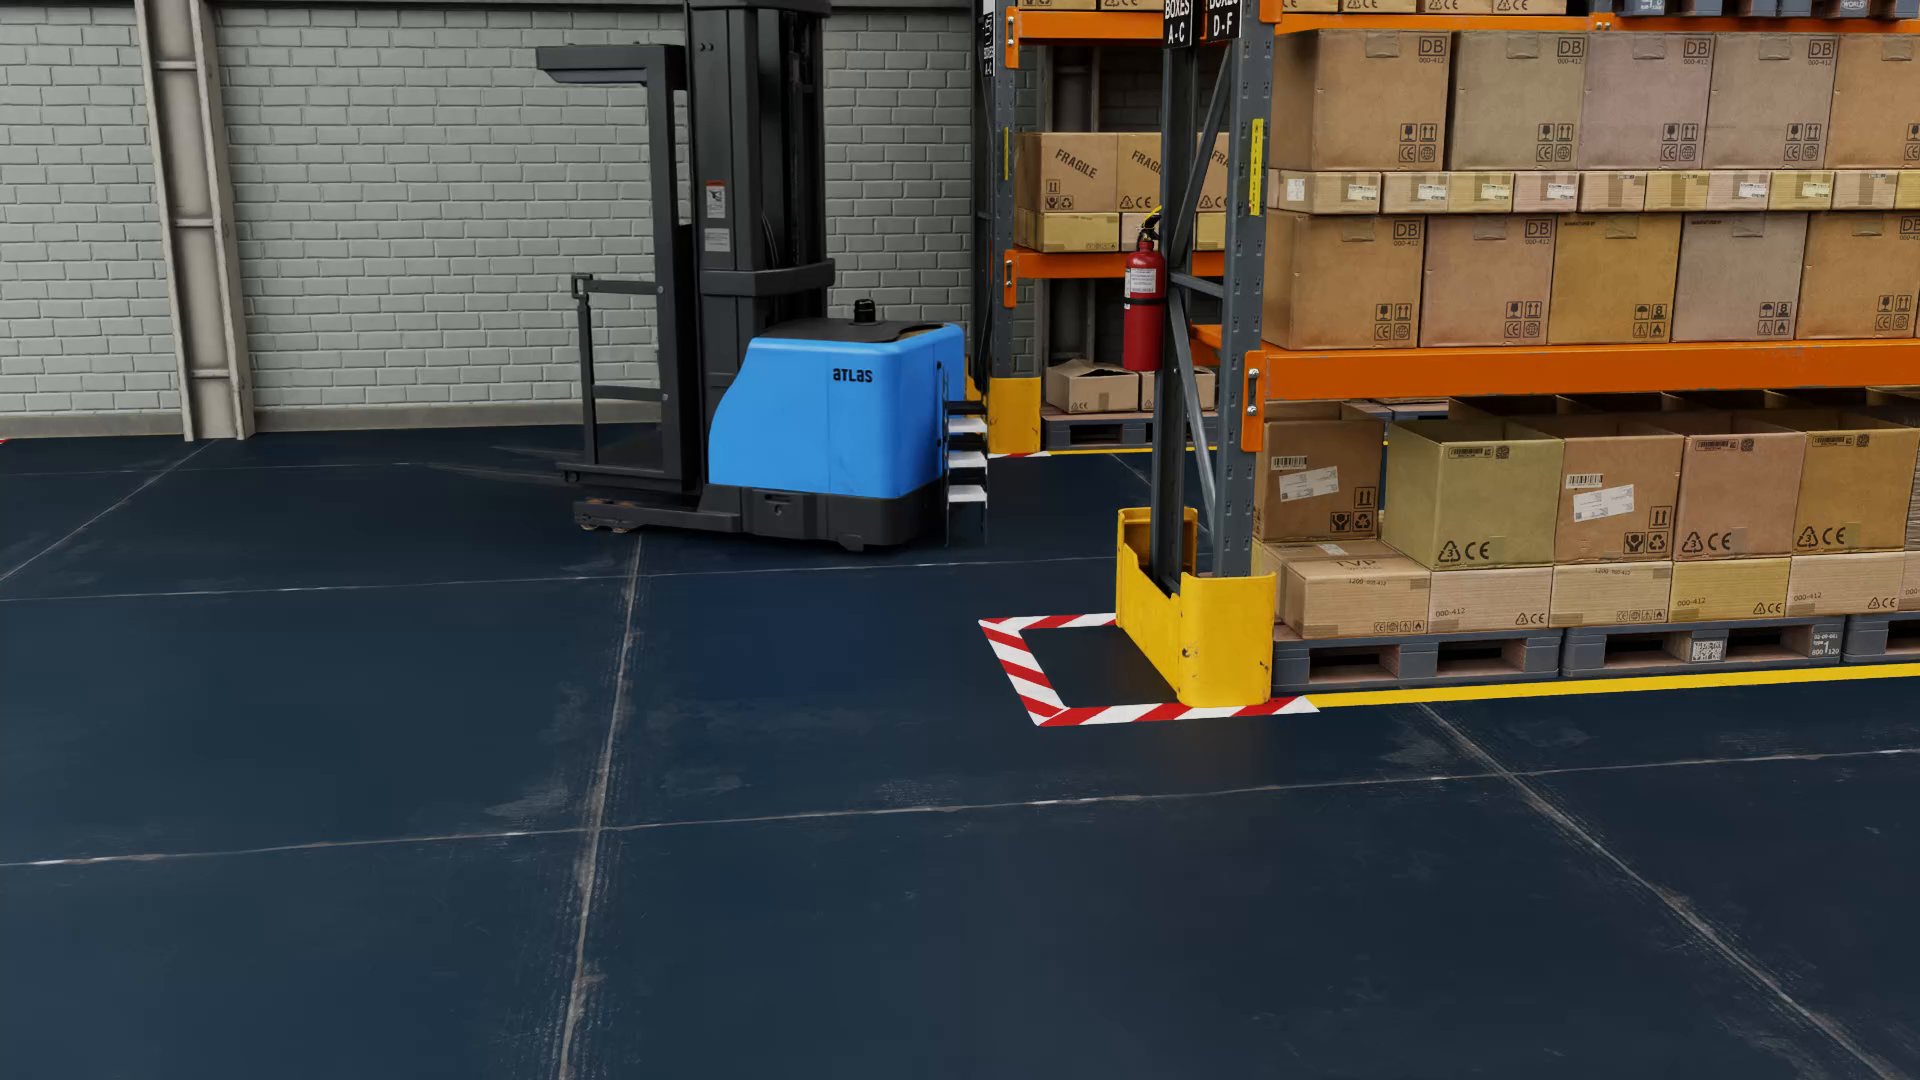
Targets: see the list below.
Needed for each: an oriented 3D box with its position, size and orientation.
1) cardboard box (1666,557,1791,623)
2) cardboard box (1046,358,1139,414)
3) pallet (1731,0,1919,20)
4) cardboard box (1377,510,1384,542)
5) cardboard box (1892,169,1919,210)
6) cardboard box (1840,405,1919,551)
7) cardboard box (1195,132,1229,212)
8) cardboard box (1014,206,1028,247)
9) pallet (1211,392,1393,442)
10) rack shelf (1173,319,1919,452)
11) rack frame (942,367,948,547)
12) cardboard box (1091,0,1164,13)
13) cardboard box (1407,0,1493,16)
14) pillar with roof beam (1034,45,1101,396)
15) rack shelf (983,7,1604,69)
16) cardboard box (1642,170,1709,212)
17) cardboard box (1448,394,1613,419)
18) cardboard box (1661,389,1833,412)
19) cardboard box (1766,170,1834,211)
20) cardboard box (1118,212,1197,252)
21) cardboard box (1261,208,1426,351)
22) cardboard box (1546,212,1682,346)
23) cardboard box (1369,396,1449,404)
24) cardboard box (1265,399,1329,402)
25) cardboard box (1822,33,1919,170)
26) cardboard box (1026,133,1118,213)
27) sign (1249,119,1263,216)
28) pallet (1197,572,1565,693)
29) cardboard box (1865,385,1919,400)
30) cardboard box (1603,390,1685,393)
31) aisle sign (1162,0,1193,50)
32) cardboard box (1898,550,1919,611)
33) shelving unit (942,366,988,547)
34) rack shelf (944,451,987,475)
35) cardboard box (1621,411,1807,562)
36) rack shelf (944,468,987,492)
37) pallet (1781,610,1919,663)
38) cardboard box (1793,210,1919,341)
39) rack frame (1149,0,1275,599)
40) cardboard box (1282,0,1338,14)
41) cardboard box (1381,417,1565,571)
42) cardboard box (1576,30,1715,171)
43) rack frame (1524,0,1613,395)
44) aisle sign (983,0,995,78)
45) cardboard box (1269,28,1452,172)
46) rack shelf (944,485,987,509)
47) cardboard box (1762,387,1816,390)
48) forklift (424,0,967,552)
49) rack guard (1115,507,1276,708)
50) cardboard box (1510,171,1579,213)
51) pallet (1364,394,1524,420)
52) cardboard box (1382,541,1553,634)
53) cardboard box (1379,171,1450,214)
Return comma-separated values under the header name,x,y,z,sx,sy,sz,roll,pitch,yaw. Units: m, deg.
name,x,y,z,sx,sy,sz,roll,pitch,yaw
cardboard box,2.999,0.138,6.794,0.500,0.250,0.500,-2,14,-8
cardboard box,0.908,-1.076,11.469,0.500,0.311,0.500,-4,15,-15
pallet,5.817,-3.707,11.557,1.003,0.211,1.213,-2,14,-8
cardboard box,1.931,0.047,7.159,0.500,0.250,0.500,-2,14,-8
cardboard box,3.664,-1.382,6.528,0.250,0.149,0.380,-2,14,-9
cardboard box,3.986,-0.266,6.863,0.500,0.500,0.500,-2,14,-8
cardboard box,1.730,-2.442,11.017,0.500,0.500,0.500,-3,14,-10
cardboard box,0.644,-2.164,11.451,0.500,0.250,0.500,-2,14,-7
pallet,2.298,-0.878,11.788,1.213,0.211,1.003,-2,14,-8
rack shelf,2.930,-0.695,6.807,4.000,0.370,1.077,-2,14,-8
rack frame,-0.076,-0.431,8.590,0.006,0.900,0.240,-1,14,-6
cardboard box,1.115,-3.639,10.654,0.500,0.500,0.500,-1,14,-5
cardboard box,3.202,-3.728,11.009,0.500,0.500,0.500,-3,14,-13
pillar with roof beam,1.415,-4.271,7.254,0.400,9.000,9.100,-2,14,-8
rack shelf,2.188,-3.342,11.193,4.000,0.370,1.077,-2,14,-8
cardboard box,2.646,-1.345,6.378,0.250,0.149,0.380,-2,14,-9
cardboard box,2.425,-0.336,7.144,0.500,0.500,0.500,-2,14,-8
cardboard box,3.414,-0.373,7.290,0.500,0.500,0.500,-2,14,-8
cardboard box,3.153,-1.363,6.450,0.250,0.149,0.380,-2,14,-6
cardboard box,1.252,-2.064,11.052,0.500,0.250,0.500,-3,14,-10
cardboard box,1.416,-1.034,6.474,0.500,0.500,0.700,-2,14,-8
cardboard box,2.426,-1.071,6.621,0.500,0.500,0.700,-2,14,-8
cardboard box,3.146,-1.262,11.822,0.500,0.500,0.500,-3,14,-13
cardboard box,2.205,-1.203,11.586,0.500,0.500,0.700,-3,14,-12
cardboard box,3.475,-1.740,6.623,0.500,0.500,0.700,-2,14,-8
cardboard box,0.728,-2.409,10.887,0.500,0.500,0.500,-2,14,-8
sign,1.029,-1.296,5.783,0.005,0.325,0.100,-2,14,-8
pallet,1.702,0.343,6.921,1.213,0.211,1.003,-2,14,-8
cardboard box,4.403,-0.409,7.434,0.500,0.500,0.500,-2,14,-8
cardboard box,4.891,-1.340,12.132,0.500,0.500,0.700,-2,14,-6
aisle sign,0.844,-2.301,6.387,0.004,0.787,0.394,-2,14,-8
cardboard box,3.986,0.098,6.953,0.500,0.250,0.500,-2,14,-8
shelving unit,0.026,-0.433,8.600,0.210,0.900,0.258,-1,14,-6
rack shelf,0.026,-0.401,8.608,0.200,0.077,0.258,-1,14,-6
cardboard box,2.999,-0.225,6.701,0.500,0.500,0.500,-2,14,-8
rack shelf,0.026,-0.314,8.630,0.200,0.077,0.258,-1,14,-6
pallet,4.115,0.254,7.273,1.213,0.211,1.003,-2,14,-8
cardboard box,3.453,-1.110,6.775,0.500,0.500,0.700,-2,14,-7
rack frame,0.952,-0.972,6.431,0.127,3.000,1.000,-2,14,-8
cardboard box,2.154,-3.684,10.831,0.500,0.500,0.500,-1,14,-5
cardboard box,2.010,-0.190,6.561,0.500,0.500,0.500,-2,14,-8
cardboard box,2.486,-1.704,6.479,0.500,0.500,0.700,-2,14,-8
rack frame,4.166,-2.308,11.760,0.127,3.000,1.000,-2,14,-8
aisle sign,0.184,-3.350,10.567,0.004,0.787,0.394,-2,14,-8
cardboard box,1.468,-1.665,6.324,0.500,0.500,0.700,-2,14,-8
rack shelf,0.026,-0.226,8.652,0.200,0.077,0.258,-1,14,-6
cardboard box,5.905,-1.379,12.290,0.500,0.500,0.700,-2,14,-8
forklift,-1.533,-1.568,8.951,3.031,2.935,1.130,5,15,21
rack guard,0.929,0.241,6.731,0.348,0.500,1.175,-2,14,-8
cardboard box,2.130,-1.325,6.300,0.250,0.149,0.380,-2,14,-9
pallet,3.507,-0.923,11.968,1.213,0.211,1.003,-2,14,-8
cardboard box,2.010,0.173,6.654,0.500,0.250,0.500,-2,14,-8
cardboard box,1.633,-1.308,6.231,0.250,0.149,0.380,-2,14,-10
